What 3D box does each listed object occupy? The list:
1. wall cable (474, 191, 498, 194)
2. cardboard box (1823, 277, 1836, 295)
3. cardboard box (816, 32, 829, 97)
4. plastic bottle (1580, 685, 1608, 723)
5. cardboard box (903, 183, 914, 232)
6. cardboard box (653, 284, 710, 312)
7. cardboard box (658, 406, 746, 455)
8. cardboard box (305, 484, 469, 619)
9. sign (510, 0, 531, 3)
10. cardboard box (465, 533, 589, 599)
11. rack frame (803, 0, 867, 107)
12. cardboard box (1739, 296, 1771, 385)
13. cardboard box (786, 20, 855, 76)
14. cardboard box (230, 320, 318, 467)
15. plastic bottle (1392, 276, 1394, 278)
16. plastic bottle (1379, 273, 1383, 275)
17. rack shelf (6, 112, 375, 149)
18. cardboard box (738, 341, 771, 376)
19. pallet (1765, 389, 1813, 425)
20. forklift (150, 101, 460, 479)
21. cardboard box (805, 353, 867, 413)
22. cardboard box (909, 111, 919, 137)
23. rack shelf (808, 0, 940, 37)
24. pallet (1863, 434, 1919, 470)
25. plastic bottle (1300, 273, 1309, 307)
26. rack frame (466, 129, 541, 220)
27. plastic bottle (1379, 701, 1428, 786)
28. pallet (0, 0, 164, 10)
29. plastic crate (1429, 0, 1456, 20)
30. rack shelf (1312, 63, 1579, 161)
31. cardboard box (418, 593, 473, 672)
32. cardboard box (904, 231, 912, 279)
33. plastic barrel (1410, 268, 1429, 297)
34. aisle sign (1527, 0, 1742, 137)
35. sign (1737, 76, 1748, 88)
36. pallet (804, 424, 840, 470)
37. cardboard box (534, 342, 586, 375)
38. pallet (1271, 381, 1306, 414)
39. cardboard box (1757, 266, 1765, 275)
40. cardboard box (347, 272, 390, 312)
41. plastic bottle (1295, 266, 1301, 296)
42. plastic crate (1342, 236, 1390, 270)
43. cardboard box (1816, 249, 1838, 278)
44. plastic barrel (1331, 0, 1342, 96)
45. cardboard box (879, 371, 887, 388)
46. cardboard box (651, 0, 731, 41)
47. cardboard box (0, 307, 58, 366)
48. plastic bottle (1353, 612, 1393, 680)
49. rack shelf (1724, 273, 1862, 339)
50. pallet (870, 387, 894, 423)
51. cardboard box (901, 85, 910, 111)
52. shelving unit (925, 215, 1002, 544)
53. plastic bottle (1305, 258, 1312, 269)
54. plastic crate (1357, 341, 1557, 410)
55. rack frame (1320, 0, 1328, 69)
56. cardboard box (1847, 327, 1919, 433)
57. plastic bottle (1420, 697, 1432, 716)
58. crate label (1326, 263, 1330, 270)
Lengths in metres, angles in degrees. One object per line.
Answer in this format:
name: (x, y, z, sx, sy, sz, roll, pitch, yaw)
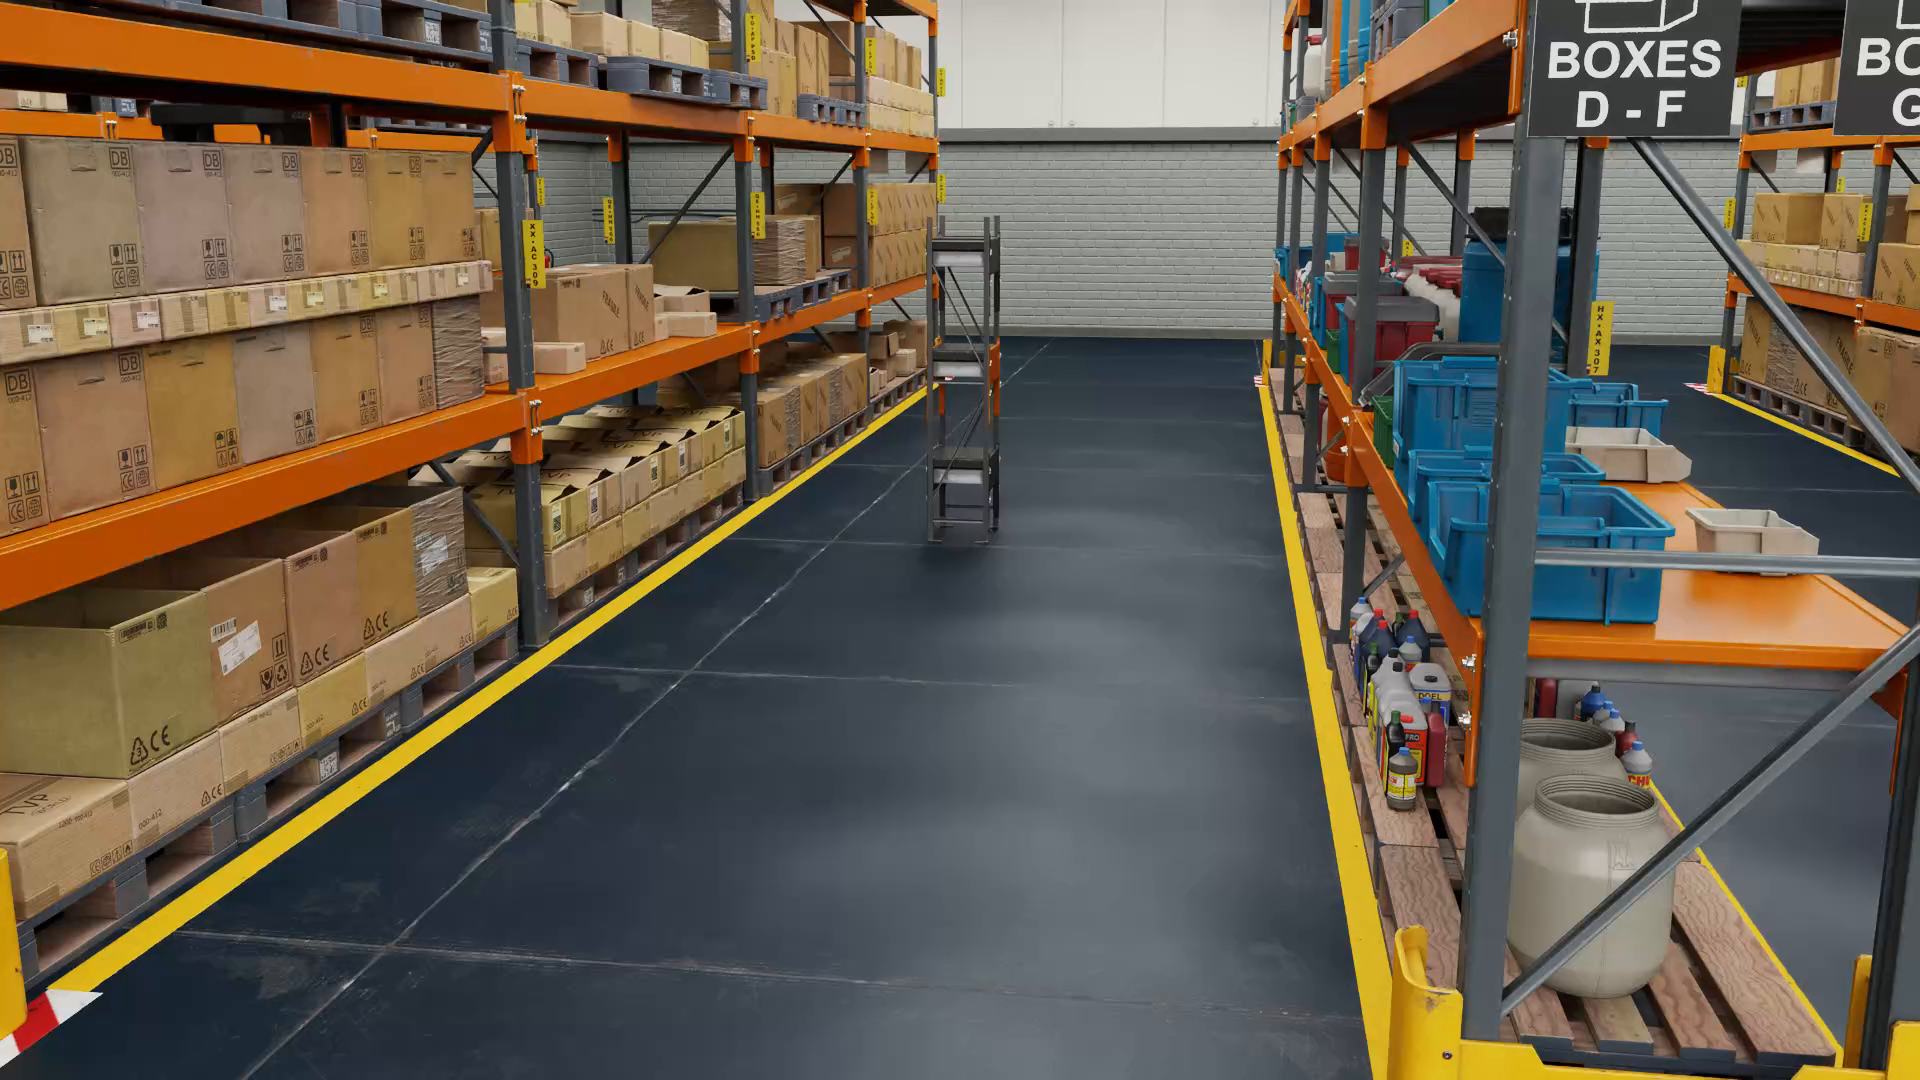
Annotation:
wall cable: (-6.397, -4.390, 21.833, 0.084, 1.984, 1.851, 2, 12, 9)
cardboard box: (8.211, -2.340, 15.330, 0.380, 0.149, 0.250, 2, 12, 8)
cardboard box: (-1.529, -4.271, 15.099, 0.600, 0.600, 0.600, 1, 12, 3)
plastic bottle: (2.356, 0.672, 6.185, 0.097, 0.271, 0.097, 0, 12, 0)
cardboard box: (-0.791, -3.552, 17.747, 0.500, 0.500, 0.500, 2, 12, 10)
cardboard box: (-2.093, -1.653, 11.757, 0.500, 0.311, 0.500, 3, 12, 12)
cardboard box: (-1.831, -0.790, 11.736, 0.500, 0.311, 0.500, 2, 12, 10)
cardboard box: (-2.553, 0.041, 7.433, 0.500, 0.500, 0.500, 2, 12, 9)
sign: (-2.061, -2.679, 7.768, 0.100, 0.325, 0.005, 2, 12, 9)
cardboard box: (-2.302, 0.124, 8.826, 0.500, 0.250, 0.500, 2, 12, 7)
rack frame: (-1.379, -5.537, 15.324, 1.000, 3.000, 0.127, 2, 12, 9)
cardboard box: (9.005, -2.146, 17.876, 0.875, 0.875, 0.875, 2, 12, 9)
cardboard box: (-1.342, -4.710, 15.999, 0.700, 0.500, 0.500, 2, 12, 9)
cardboard box: (-2.905, -0.574, 6.299, 0.700, 0.500, 0.500, 2, 12, 10)
plastic bottle: (3.584, -2.032, 13.597, 0.152, 0.276, 0.135, 2, 12, 9)
plastic bottle: (3.493, -2.078, 13.823, 0.097, 0.271, 0.097, 0, 12, 0)
rack shelf: (-6.582, -3.462, 14.525, 1.077, 0.370, 4.000, 2, 12, 9)
cardboard box: (-1.924, -1.558, 14.213, 0.500, 0.250, 0.500, 2, 12, 8)
pallet: (8.789, -1.329, 16.661, 1.003, 0.211, 1.213, 2, 12, 9)
forklift: (-4.489, -1.566, 11.305, 1.130, 2.935, 3.031, 2, 12, 10)
cardboard box: (-1.172, -1.485, 15.653, 0.500, 0.500, 0.500, 2, 12, 8)
cardboard box: (-0.734, -4.506, 18.017, 0.500, 0.250, 0.500, 2, 12, 9)
rack shelf: (-1.071, -5.600, 17.332, 1.077, 0.370, 4.000, 2, 12, 9)
pallet: (8.365, -0.756, 14.000, 1.003, 0.211, 1.213, 2, 12, 9)
plastic bottle: (2.889, -2.057, 13.712, 0.152, 0.276, 0.135, 2, 12, 9)
rack frame: (-5.659, -3.596, 20.561, 1.000, 3.000, 0.127, 2, 12, 9)
plastic bottle: (1.585, 0.724, 5.936, 0.152, 0.276, 0.135, 2, 12, 9)
pallet: (-3.090, -1.675, 4.737, 1.003, 0.211, 1.213, 2, 12, 9)
plastic crate: (1.665, -1.810, 5.189, 0.392, 0.384, 0.575, 2, 12, 9)
rack shelf: (2.592, -2.308, 9.172, 1.077, 0.370, 4.000, 2, 12, 9)
cardboard box: (-2.551, 0.408, 7.512, 0.500, 0.250, 0.500, 2, 12, 9)
cardboard box: (-0.800, -3.067, 17.866, 0.500, 0.500, 0.500, 2, 12, 8)
plastic barrel: (2.888, -1.356, 9.899, 0.421, 0.512, 0.421, 0, 12, 0)
aisle sign: (1.365, -1.210, 3.318, 0.394, 0.787, 0.004, 2, 12, 9)
sign: (8.477, -5.066, 17.999, 0.100, 0.325, 0.005, 2, 12, 9)
pallet: (-1.652, -0.815, 14.276, 1.003, 0.211, 1.213, 2, 12, 9)
cardboard box: (-2.271, -0.994, 9.080, 0.380, 0.149, 0.250, 2, 12, 9)
pallet: (3.775, -1.489, 17.399, 1.003, 0.211, 1.213, 2, 12, 9)
cardboard box: (8.528, -2.768, 17.312, 0.380, 0.149, 0.250, 2, 12, 8)
cardboard box: (-2.598, -1.029, 6.872, 0.380, 0.149, 0.250, 2, 12, 8)
plastic bottle: (3.017, -2.295, 14.801, 0.061, 0.283, 0.133, 2, 12, 9)
plastic crate: (3.900, -2.681, 16.019, 0.402, 0.464, 0.583, 2, 12, 9)
cardboard box: (8.295, -2.562, 15.414, 0.500, 0.250, 0.500, 2, 12, 10)
plastic barrel: (2.459, -2.986, 9.590, 0.600, 0.830, 0.708, 2, 12, 9)
cardboard box: (-0.977, -1.695, 17.418, 0.380, 0.166, 0.250, 2, 12, 9)
cardboard box: (-1.921, -3.866, 12.081, 0.500, 0.500, 0.500, 2, 12, 9)
cardboard box: (-2.913, -0.602, 4.888, 0.380, 0.149, 0.250, 2, 12, 7)
plastic bottle: (1.780, 0.459, 7.162, 0.152, 0.276, 0.135, 2, 12, 11)
rack shelf: (8.717, -2.347, 16.471, 1.077, 0.370, 4.000, 2, 12, 9)
pallet: (-1.272, -1.384, 16.913, 1.003, 0.211, 1.213, 2, 12, 9)
cardboard box: (-0.818, -4.646, 17.483, 0.500, 0.250, 0.500, 2, 12, 9)
shelving unit: (0.025, -1.061, 10.932, 0.431, 2.100, 0.503, 2, 12, 9)
plastic bottle: (3.134, -2.347, 14.882, 0.144, 0.351, 0.185, 2, 12, 9)
plastic crate: (2.079, -0.642, 7.000, 0.767, 0.338, 0.504, 2, 12, 9)
rack frame: (2.900, -4.543, 10.712, 1.000, 3.000, 0.127, 2, 12, 9)
cardboard box: (8.330, -1.315, 14.021, 1.225, 0.875, 0.875, 2, 12, 9)
plastic bottle: (1.754, 0.691, 6.263, 0.097, 0.201, 0.097, 0, 12, 0)
crate label: (4.106, -2.881, 17.727, 0.396, 0.136, 0.243, 2, 12, 9)
